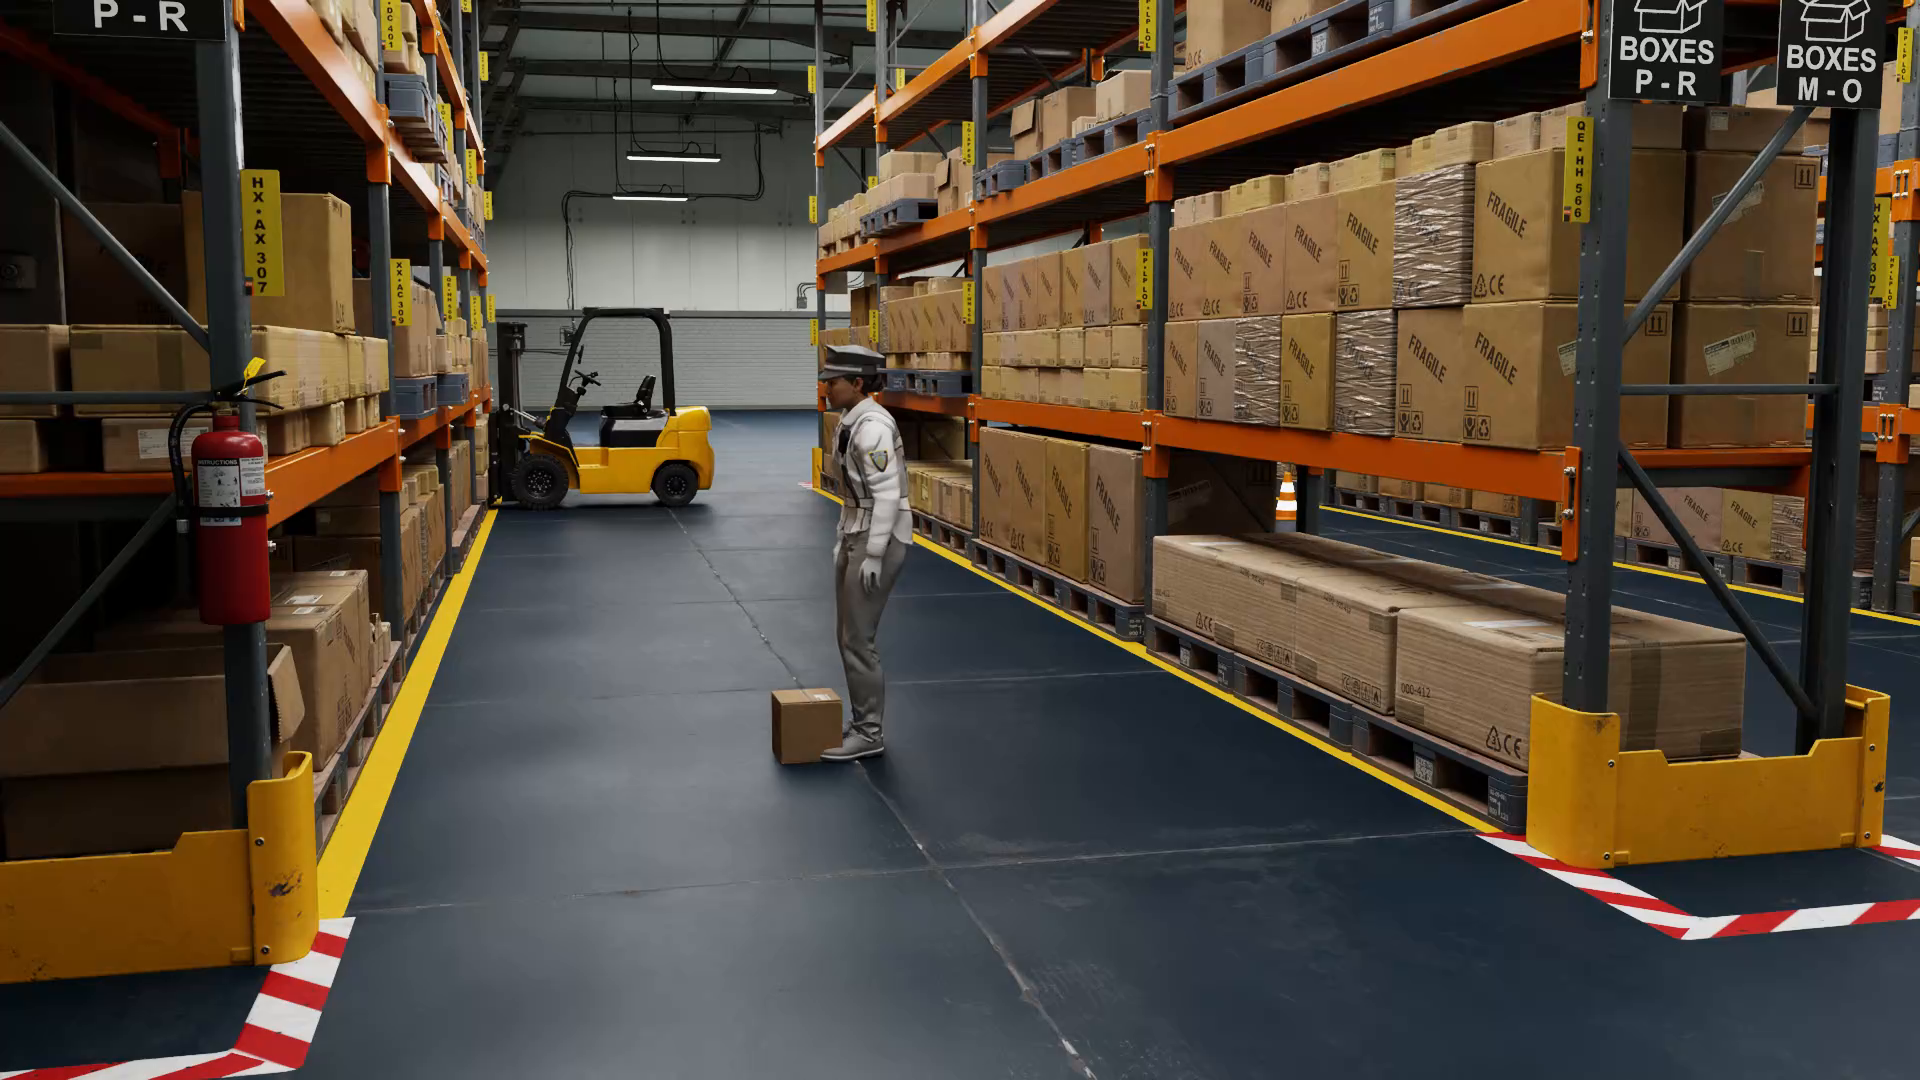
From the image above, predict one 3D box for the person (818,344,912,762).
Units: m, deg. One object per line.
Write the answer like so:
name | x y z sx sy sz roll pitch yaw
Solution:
person | -0.409 0.045 6.735 0.409 1.667 0.547 -2 7 -17
